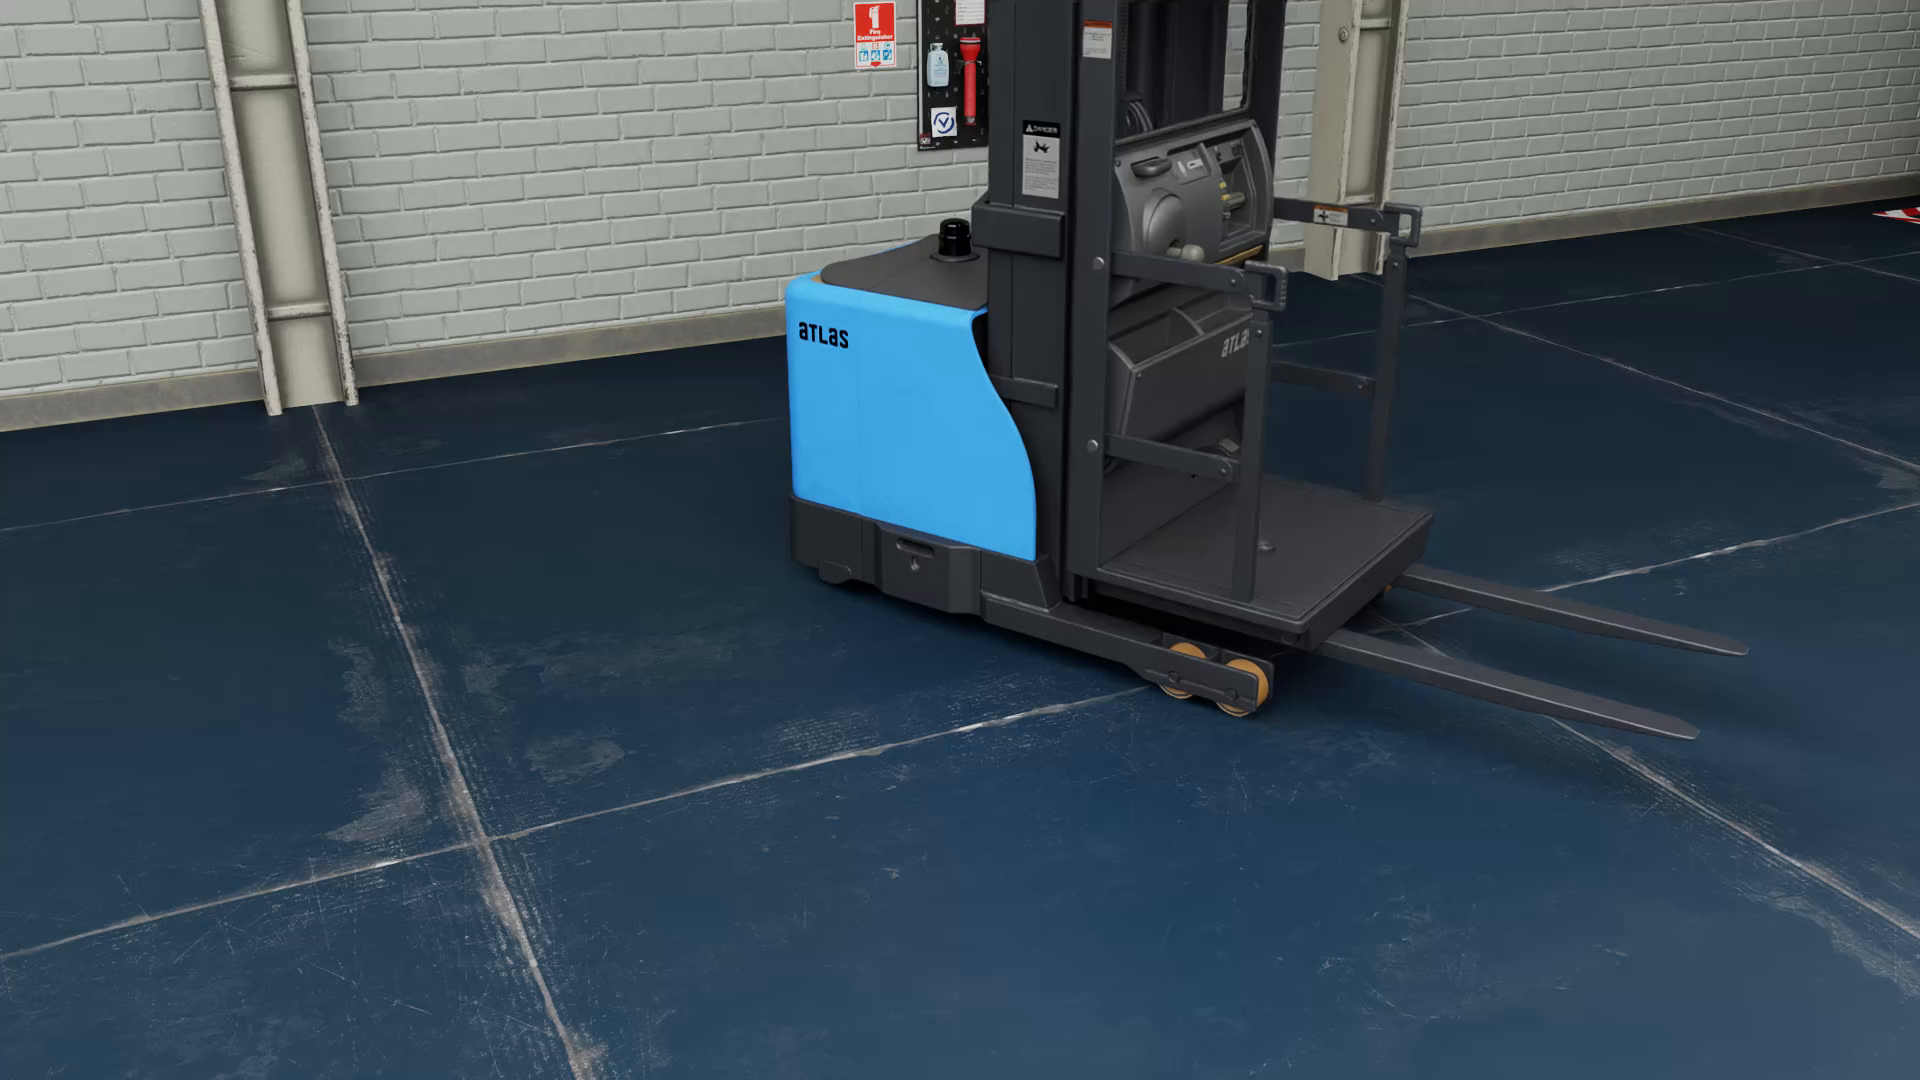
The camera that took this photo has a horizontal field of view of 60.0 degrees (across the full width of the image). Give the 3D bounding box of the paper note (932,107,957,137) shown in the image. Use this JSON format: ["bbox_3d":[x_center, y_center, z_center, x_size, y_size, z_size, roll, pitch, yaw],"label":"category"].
[{"bbox_3d":[-0.083,-2.228,8.861,0.142,0.148,0.016,-10,25,-24],"label":"paper note"}]

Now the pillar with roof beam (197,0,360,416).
[{"bbox_3d":[-1.190,-3.330,2.529,0.400,9.000,9.100,-10,25,-24],"label":"pillar with roof beam"}]

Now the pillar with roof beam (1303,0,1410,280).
[{"bbox_3d":[4.216,-4.325,4.933,0.400,9.000,9.100,-10,25,-24],"label":"pillar with roof beam"}]

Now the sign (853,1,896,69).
[{"bbox_3d":[-0.437,-2.601,8.564,0.234,0.329,0.001,-10,25,-24],"label":"sign"}]

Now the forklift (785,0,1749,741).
[{"bbox_3d":[0.896,-1.058,4.974,3.031,2.935,1.130,15,27,32],"label":"forklift"}]

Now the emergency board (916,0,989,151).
[{"bbox_3d":[0.106,-2.640,8.706,0.643,1.169,0.194,-10,25,-24],"label":"emergency board"}]
